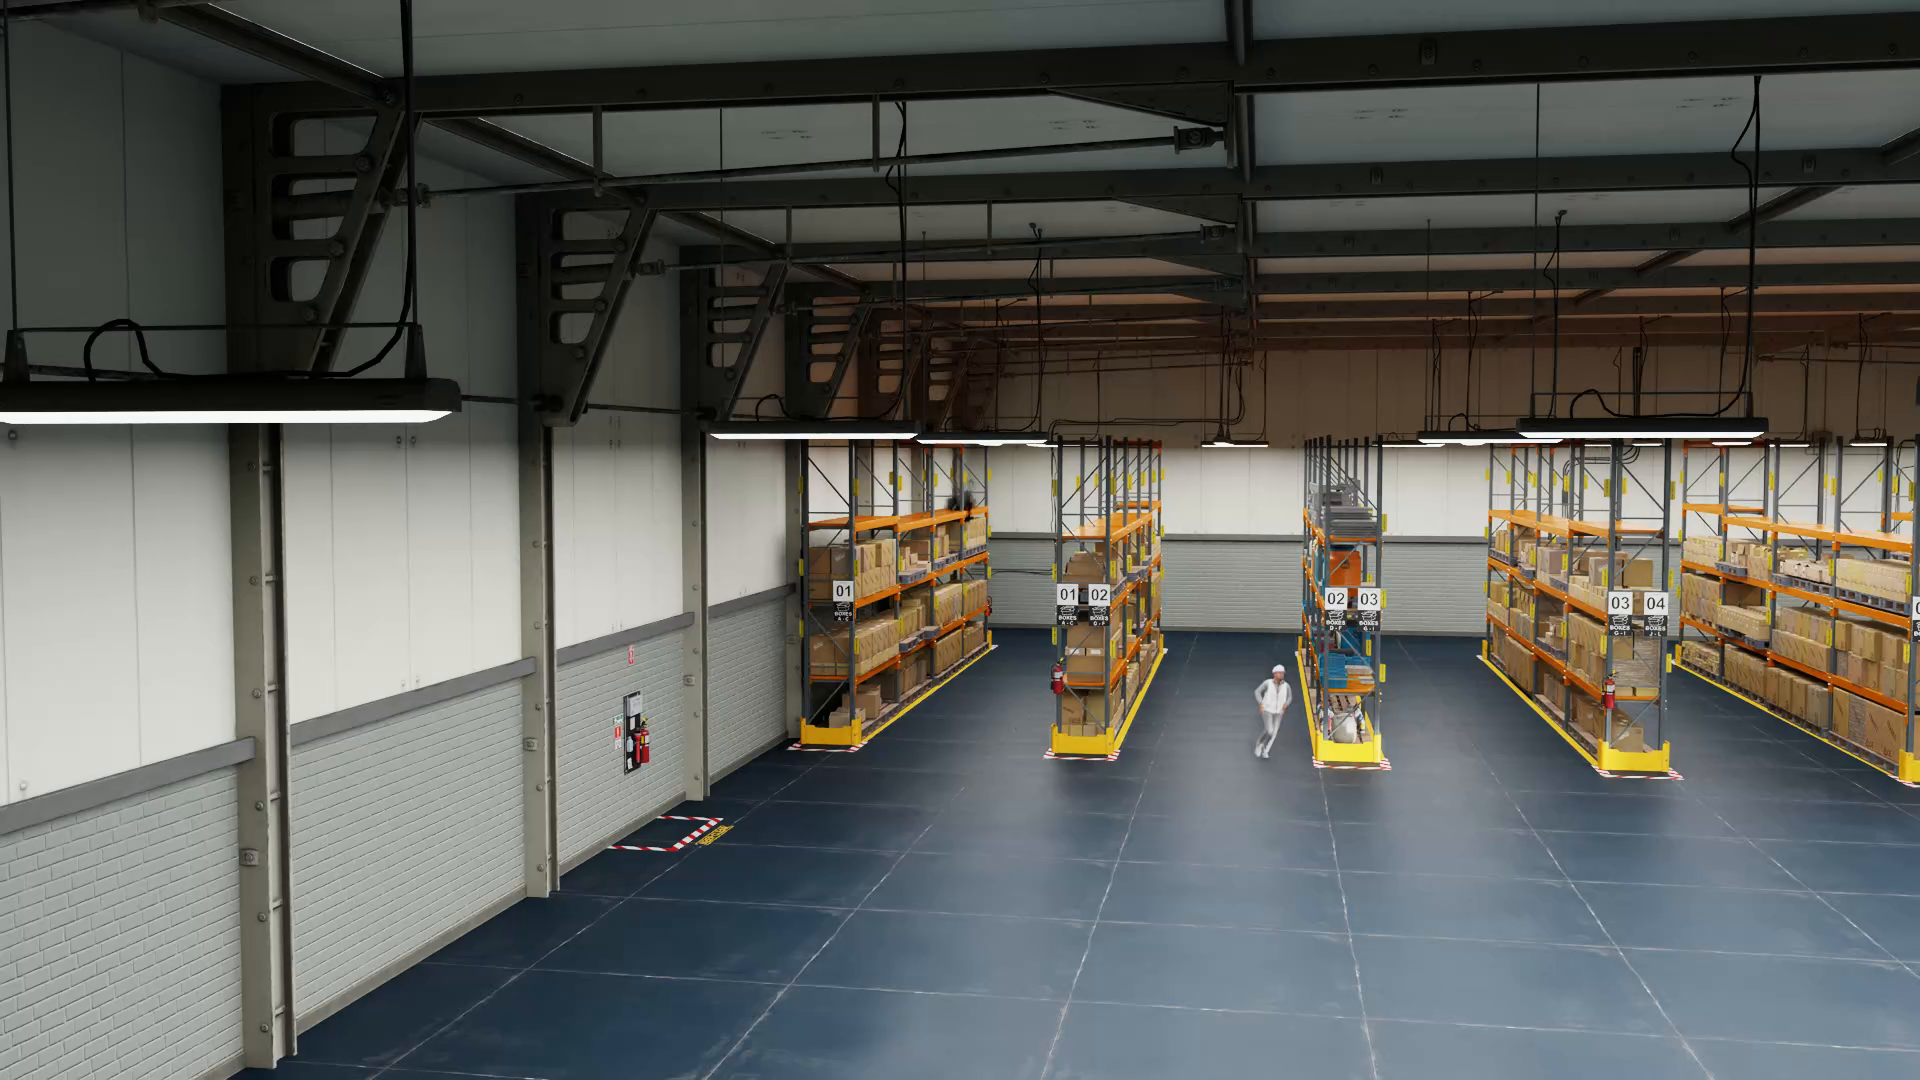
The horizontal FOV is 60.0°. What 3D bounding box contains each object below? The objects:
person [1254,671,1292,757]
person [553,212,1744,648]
[{"bbox_3d":[5.837,3.214,30.888,0.694,1.673,0.576,0,3,-9],"label":"person"},{"bbox_3d":[7.976,-0.572,33.125,26.300,8.990,24.530,0,3,2],"label":"person"}]
